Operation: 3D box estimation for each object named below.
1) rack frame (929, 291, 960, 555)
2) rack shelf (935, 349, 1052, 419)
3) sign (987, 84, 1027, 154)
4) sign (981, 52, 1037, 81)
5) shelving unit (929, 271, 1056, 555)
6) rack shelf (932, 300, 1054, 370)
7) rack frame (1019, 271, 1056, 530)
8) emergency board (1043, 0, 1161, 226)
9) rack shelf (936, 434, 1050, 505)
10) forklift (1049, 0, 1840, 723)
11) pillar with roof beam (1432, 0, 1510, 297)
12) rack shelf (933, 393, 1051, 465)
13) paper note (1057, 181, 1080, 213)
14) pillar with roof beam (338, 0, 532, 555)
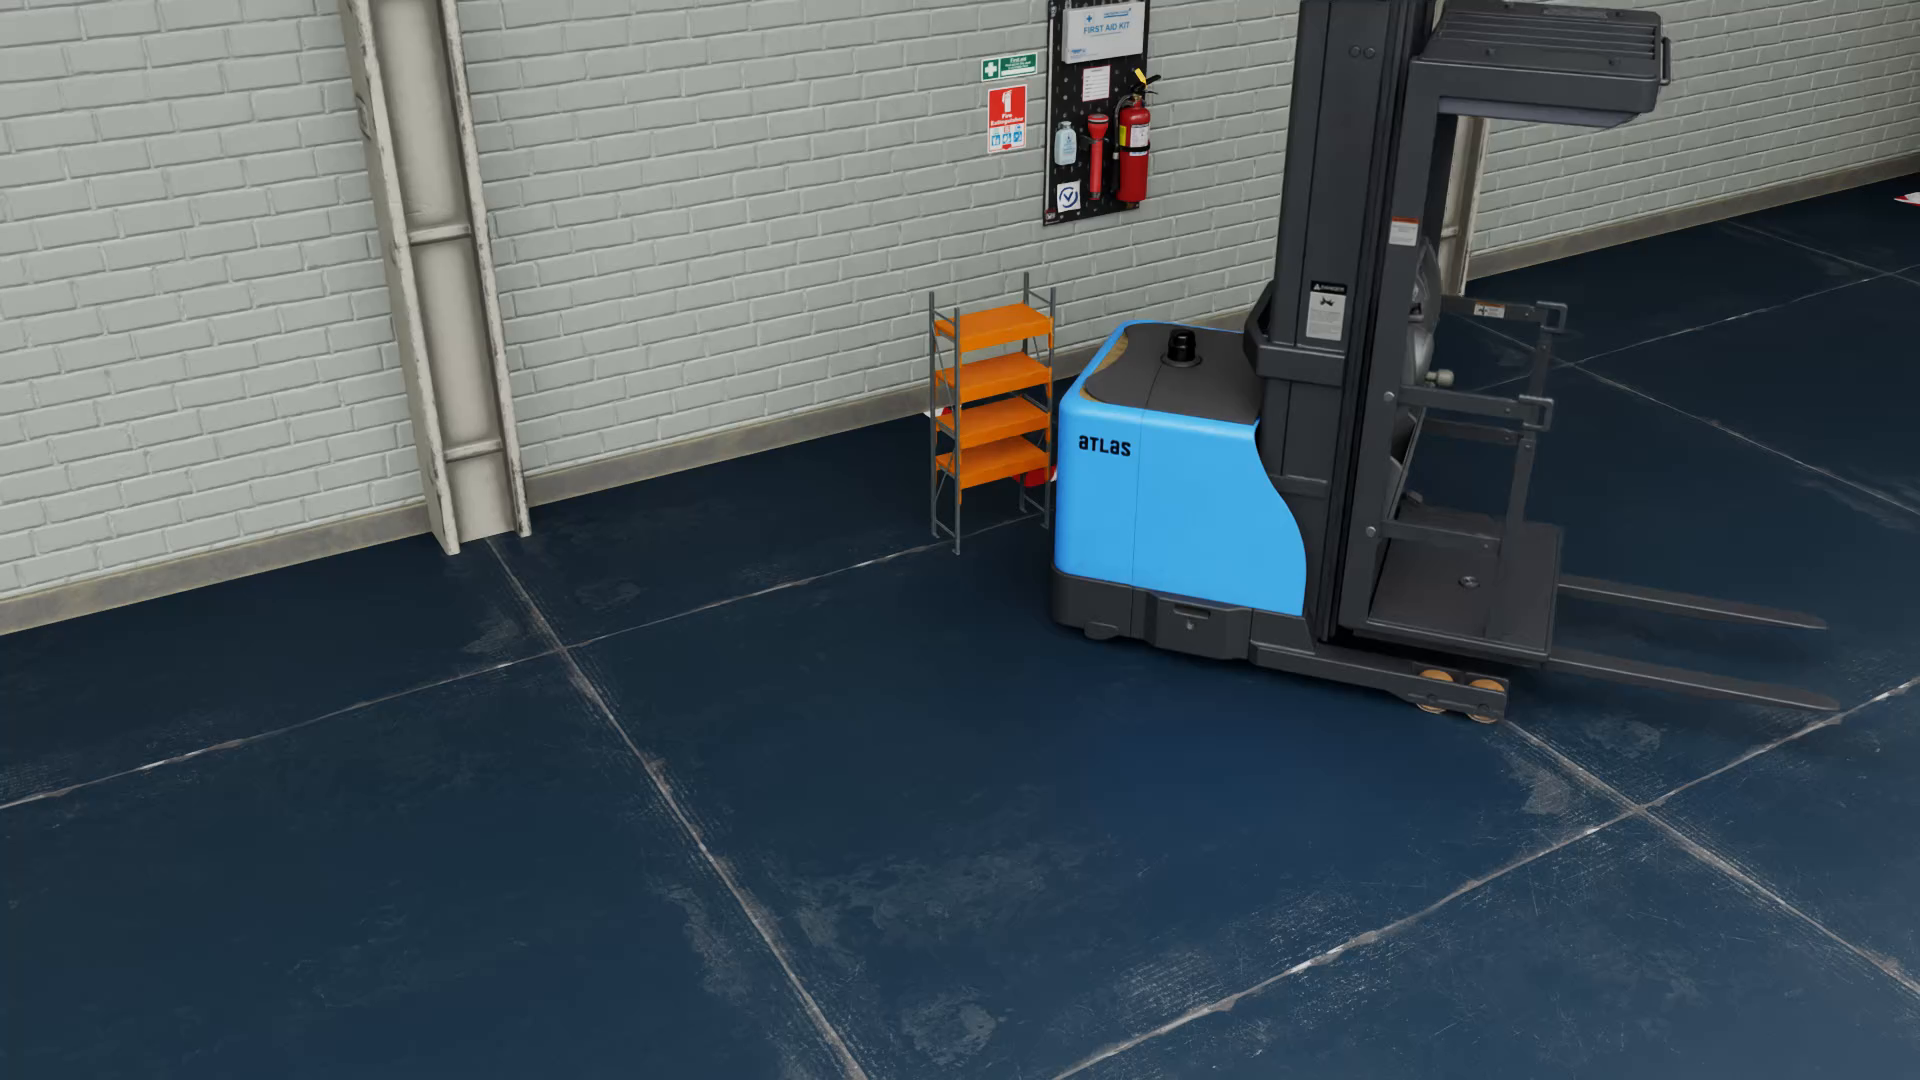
[{"bbox_3d":[-0.068,-0.506,7.425,0.015,1.200,0.240,-16,33,-26],"label":"rack frame"},{"bbox_3d":[0.143,-0.703,7.458,0.480,0.148,0.258,-16,33,-26],"label":"rack shelf"},{"bbox_3d":[0.241,-2.157,8.518,0.234,0.329,0.001,-16,33,-26],"label":"sign"},{"bbox_3d":[0.250,-2.387,8.385,0.331,0.109,0.001,-16,33,-26],"label":"sign"},{"bbox_3d":[0.143,-0.566,7.534,0.503,1.200,0.258,-16,33,-26],"label":"shelving unit"},{"bbox_3d":[0.143,-0.910,7.344,0.480,0.148,0.258,-16,33,-26],"label":"rack shelf"},{"bbox_3d":[0.353,-0.626,7.642,0.015,1.200,0.240,-16,33,-26],"label":"rack frame"},{"bbox_3d":[0.770,-2.234,8.694,0.643,1.169,0.194,-16,33,-26],"label":"emergency board"},{"bbox_3d":[0.143,-0.333,7.662,0.480,0.148,0.258,-16,33,-26],"label":"rack shelf"},{"bbox_3d":[1.949,-0.864,6.282,3.031,2.935,1.130,10,30,18],"label":"forklift"},{"bbox_3d":[5.101,-3.656,5.062,0.400,9.000,9.100,-16,33,-26],"label":"pillar with roof beam"},{"bbox_3d":[0.143,-0.507,7.566,0.480,0.148,0.258,-16,33,-26],"label":"rack shelf"},{"bbox_3d":[0.583,-1.834,8.880,0.142,0.148,0.016,-16,33,-26],"label":"paper note"},{"bbox_3d":[-0.072,-2.188,2.400,0.400,9.000,9.100,-16,33,-26],"label":"pillar with roof beam"}]
